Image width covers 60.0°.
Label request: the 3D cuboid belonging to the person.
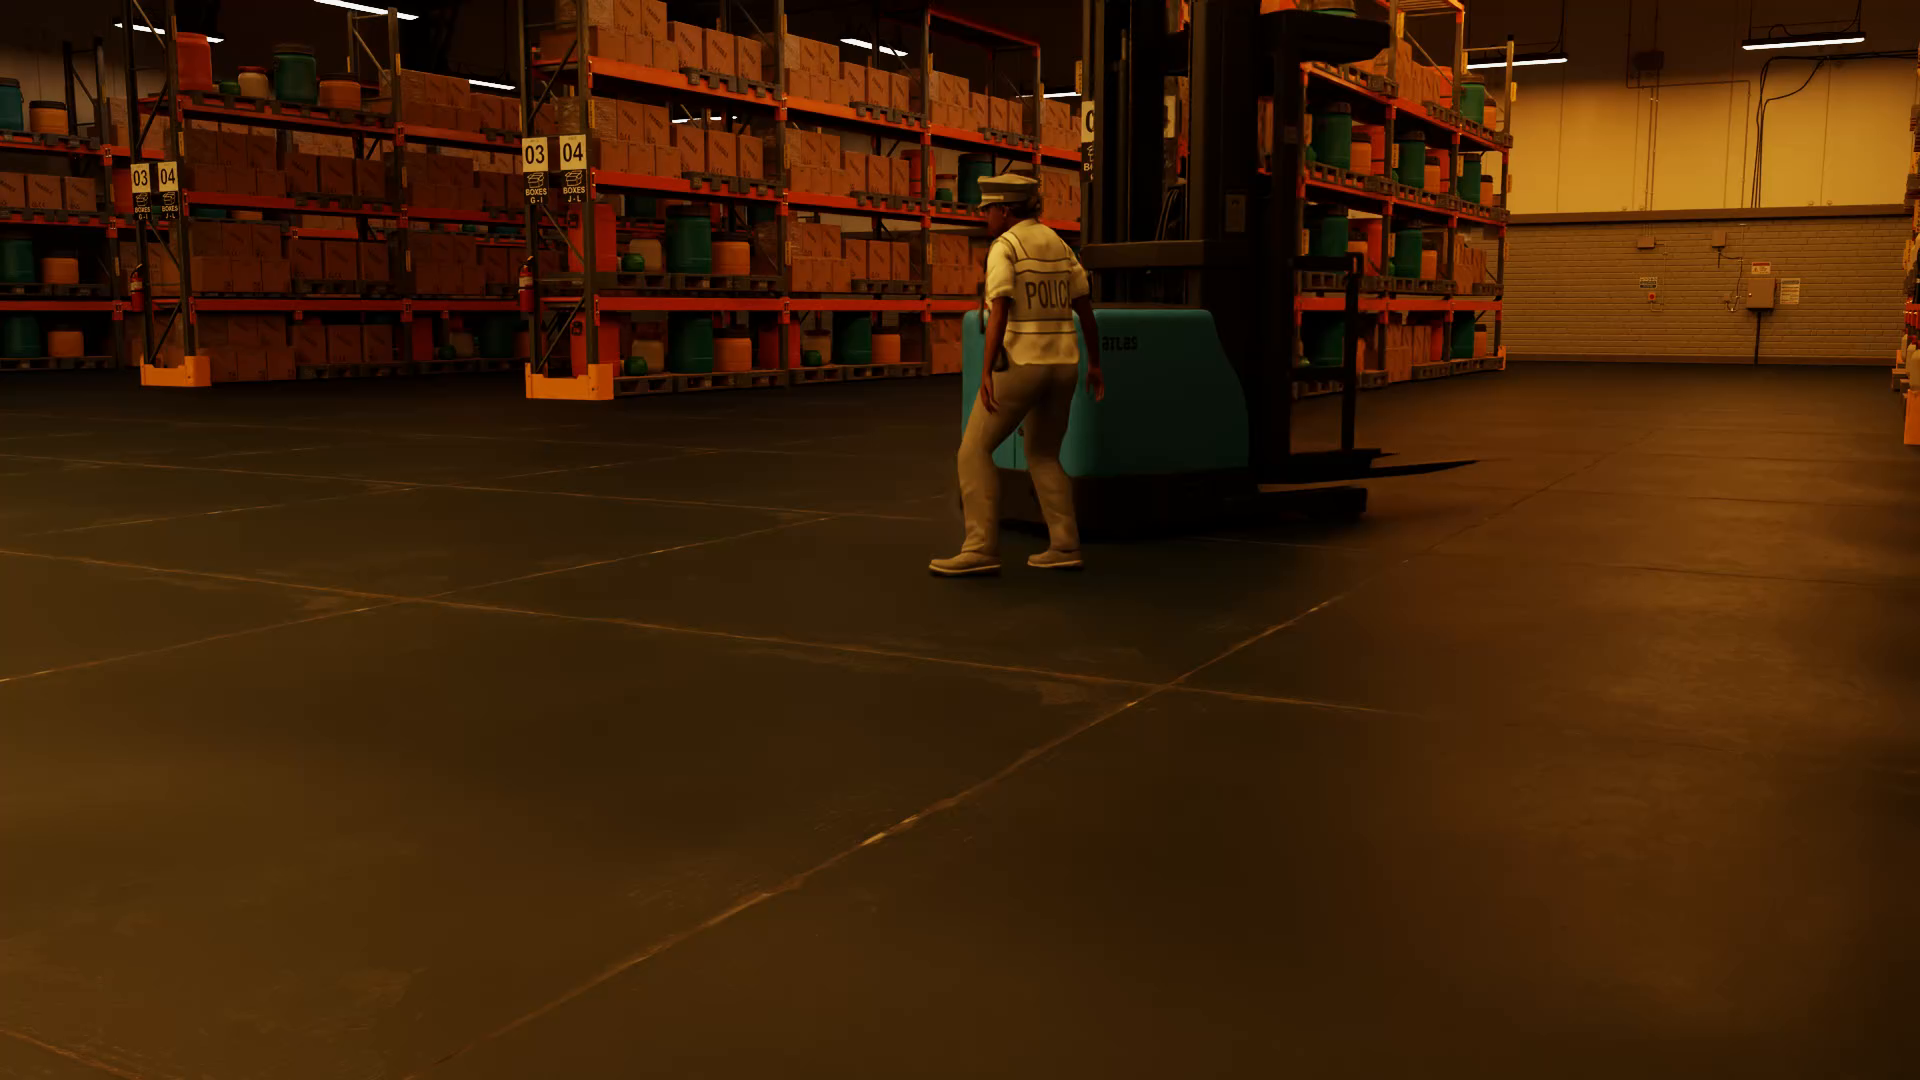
[{"bbox_3d":[0.253,-0.678,6.841,0.798,1.632,0.411,-7,11,-43],"label":"person"}]

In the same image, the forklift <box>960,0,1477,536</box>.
[{"bbox_3d":[1.501,-1.600,8.684,3.031,2.935,1.130,-5,10,-34],"label":"forklift"}]
